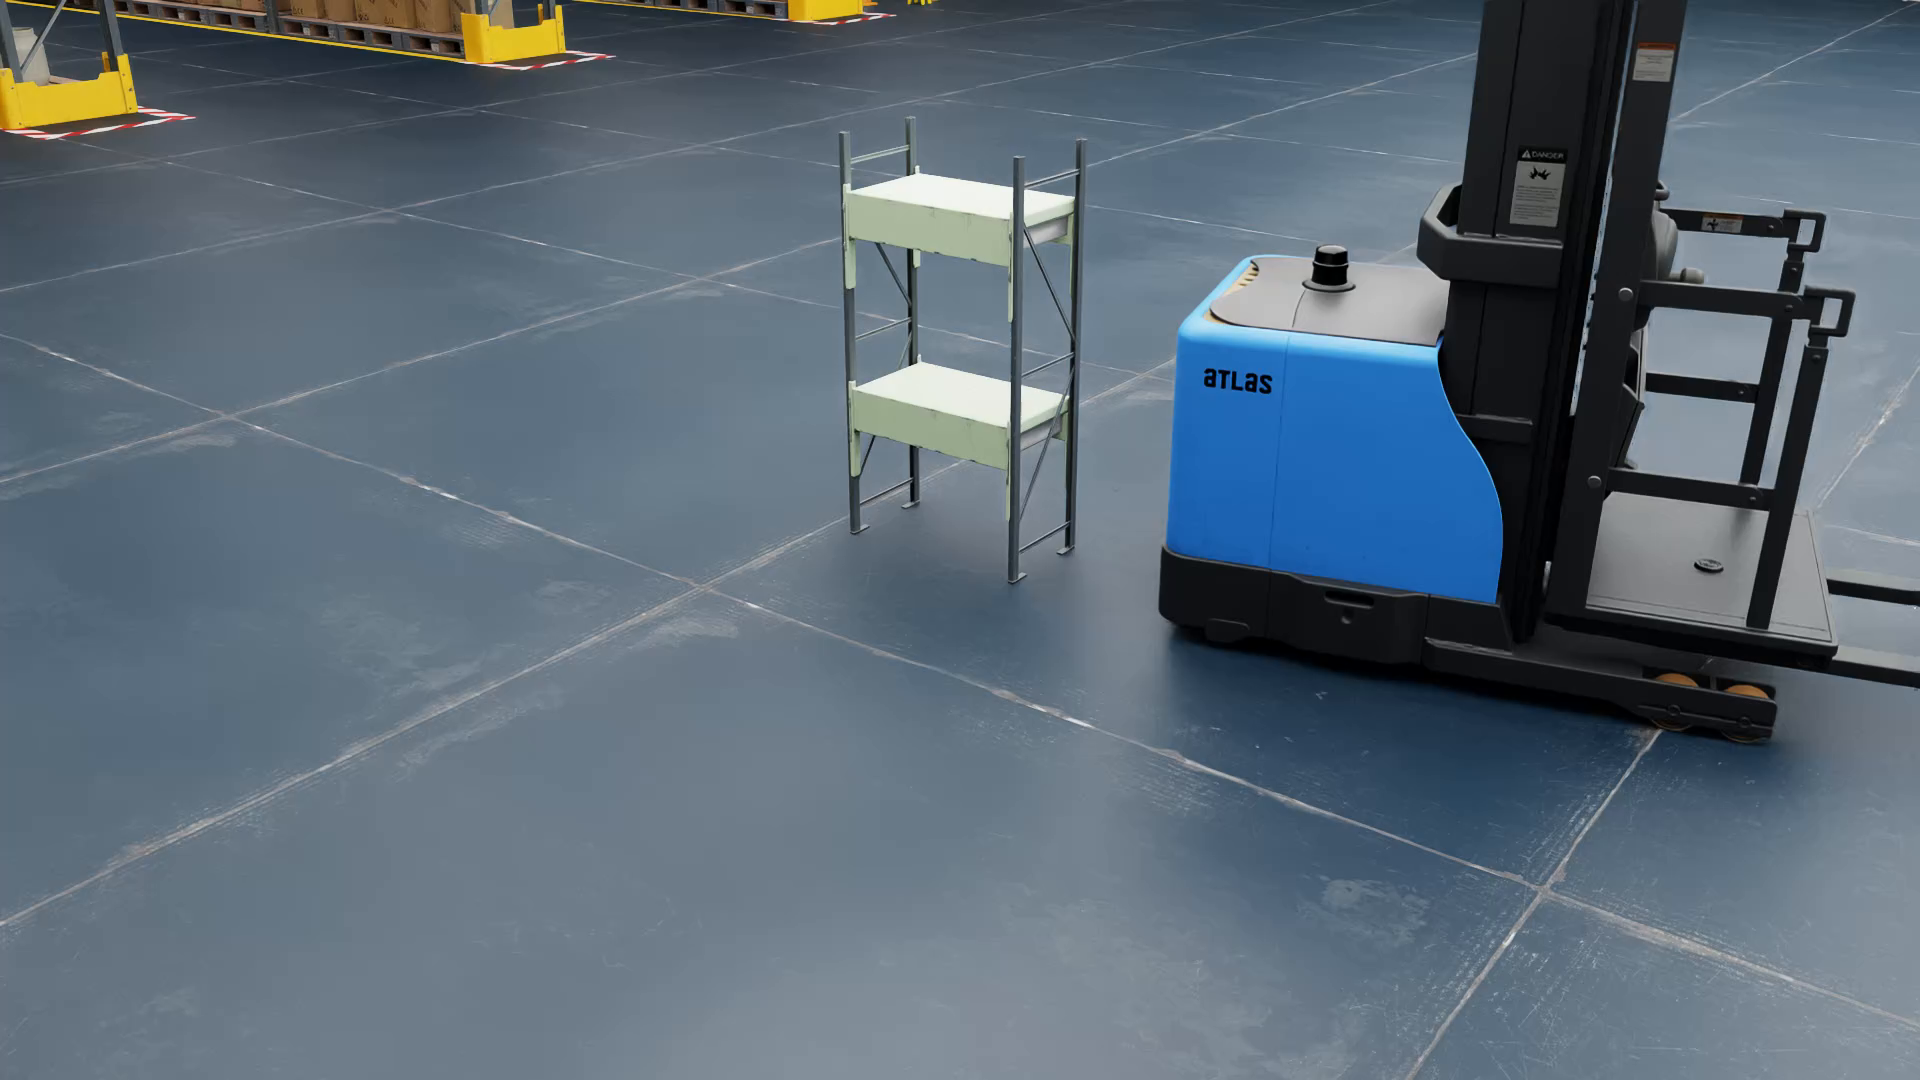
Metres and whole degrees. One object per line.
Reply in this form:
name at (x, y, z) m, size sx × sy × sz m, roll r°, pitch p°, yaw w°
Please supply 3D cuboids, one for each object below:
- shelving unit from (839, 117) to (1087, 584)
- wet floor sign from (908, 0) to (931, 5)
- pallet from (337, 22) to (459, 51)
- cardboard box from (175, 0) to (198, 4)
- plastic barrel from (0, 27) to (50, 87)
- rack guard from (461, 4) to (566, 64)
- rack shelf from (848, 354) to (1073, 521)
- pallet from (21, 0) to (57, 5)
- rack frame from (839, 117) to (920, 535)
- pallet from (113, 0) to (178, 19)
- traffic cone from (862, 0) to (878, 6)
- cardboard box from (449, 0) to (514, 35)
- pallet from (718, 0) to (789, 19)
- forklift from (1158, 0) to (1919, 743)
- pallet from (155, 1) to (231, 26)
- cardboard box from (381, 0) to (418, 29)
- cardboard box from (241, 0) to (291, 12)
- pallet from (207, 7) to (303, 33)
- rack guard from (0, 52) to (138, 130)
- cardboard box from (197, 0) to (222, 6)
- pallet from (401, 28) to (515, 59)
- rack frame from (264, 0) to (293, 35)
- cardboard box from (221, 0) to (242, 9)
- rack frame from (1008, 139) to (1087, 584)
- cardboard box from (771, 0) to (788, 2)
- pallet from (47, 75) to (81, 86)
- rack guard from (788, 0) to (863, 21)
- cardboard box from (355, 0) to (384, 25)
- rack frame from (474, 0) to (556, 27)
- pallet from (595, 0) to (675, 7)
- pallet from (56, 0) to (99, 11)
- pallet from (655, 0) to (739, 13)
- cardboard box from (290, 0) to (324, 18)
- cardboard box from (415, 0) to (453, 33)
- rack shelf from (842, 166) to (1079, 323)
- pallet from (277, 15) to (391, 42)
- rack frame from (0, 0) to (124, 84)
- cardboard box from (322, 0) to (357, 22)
shelving unit at (0.005, -0.685, 5.944) m, size 0.755 × 1.500 × 0.431 m, roll 17°, pitch 29°, yaw 33°
wet floor sign at (-0.570, -7.826, 23.211) m, size 0.232 × 0.644 × 0.267 m, roll 12°, pitch 26°, yaw 24°
pallet at (-6.498, -5.941, 19.471) m, size 1.213 × 0.211 × 1.003 m, roll 17°, pitch 29°, yaw 33°
cardboard box at (-9.780, -7.267, 21.577) m, size 0.500 × 0.500 × 0.700 m, roll 20°, pitch 31°, yaw 38°
plastic barrel at (-8.379, -4.285, 14.821) m, size 0.421 × 0.512 × 0.421 m, roll 0°, pitch 24°, yaw 0°
rack guard at (-4.897, -5.570, 18.271) m, size 0.348 × 0.500 × 1.175 m, roll 17°, pitch 29°, yaw 33°
rack shelf at (0.005, -0.386, 6.075) m, size 0.720 × 0.370 × 0.431 m, roll 17°, pitch 29°, yaw 33°
pallet at (-12.795, -7.864, 23.836) m, size 1.213 × 0.211 × 1.003 m, roll 17°, pitch 29°, yaw 33°
rack frame at (-0.288, -0.773, 6.145) m, size 0.023 × 1.500 × 0.400 m, roll 17°, pitch 29°, yaw 33°
pallet at (-10.613, -7.164, 22.248) m, size 1.213 × 0.211 × 1.003 m, roll 17°, pitch 29°, yaw 33°
traffic cone at (-1.354, -7.697, 23.145) m, size 0.334 × 0.463 × 0.336 m, roll 17°, pitch 29°, yaw 33°
cardboard box at (-5.326, -5.900, 18.500) m, size 0.500 × 0.500 × 0.500 m, roll -20°, pitch 31°, yaw -38°
pallet at (-2.467, -7.163, 22.246) m, size 1.213 × 0.211 × 1.003 m, roll 17°, pitch 29°, yaw 33°
forklift at (2.230, -0.987, 4.855) m, size 3.031 × 2.935 × 1.130 m, roll 9°, pitch 25°, yaw 20°
pallet at (-9.641, -6.869, 21.578) m, size 1.213 × 0.211 × 1.003 m, roll 17°, pitch 29°, yaw 33°
cardboard box at (-6.314, -6.191, 19.160) m, size 0.500 × 0.500 × 0.500 m, roll 20°, pitch 31°, yaw 38°
cardboard box at (-8.515, -6.875, 20.689) m, size 0.500 × 0.500 × 0.700 m, roll 14°, pitch 28°, yaw 29°
pallet at (-8.661, -6.574, 20.909) m, size 1.213 × 0.211 × 1.003 m, roll 17°, pitch 29°, yaw 33°
rack guard at (-7.896, -3.957, 14.610) m, size 0.348 × 0.500 × 1.175 m, roll 17°, pitch 29°, yaw 33°
cardboard box at (-9.333, -7.132, 21.271) m, size 0.500 × 0.500 × 0.700 m, roll 14°, pitch 27°, yaw 29°
pallet at (-5.526, -5.645, 18.801) m, size 1.213 × 0.211 × 1.003 m, roll 17°, pitch 29°, yaw 33°
rack frame at (-8.037, -7.663, 19.921) m, size 0.127 × 3.000 × 1.000 m, roll 17°, pitch 29°, yaw 33°
cardboard box at (-8.886, -6.997, 20.964) m, size 0.500 × 0.500 × 0.700 m, roll 17°, pitch 29°, yaw 33°
rack frame at (0.298, -0.596, 5.743) m, size 0.023 × 1.500 × 0.400 m, roll 17°, pitch 29°, yaw 33°
cardboard box at (-2.363, -7.634, 21.970) m, size 0.875 × 0.875 × 0.875 m, roll 17°, pitch 29°, yaw 34°
pallet at (-8.542, -4.023, 15.118) m, size 1.213 × 0.211 × 1.003 m, roll 17°, pitch 29°, yaw 33°
rack guard at (-1.761, -7.121, 21.793) m, size 0.348 × 0.500 × 1.175 m, roll 17°, pitch 29°, yaw 33°
cardboard box at (-6.734, -6.340, 19.499) m, size 0.500 × 0.500 × 0.500 m, roll 14°, pitch 27°, yaw 29°
rack frame at (-4.836, -6.695, 17.725) m, size 0.127 × 3.000 × 1.000 m, roll 17°, pitch 29°, yaw 33°
pallet at (-4.420, -7.753, 23.585) m, size 1.213 × 0.211 × 1.003 m, roll 17°, pitch 29°, yaw 33°
pallet at (-11.823, -7.569, 23.166) m, size 1.213 × 0.211 × 1.003 m, roll 17°, pitch 29°, yaw 33°
pallet at (-3.439, -7.458, 22.916) m, size 1.213 × 0.211 × 1.003 m, roll 17°, pitch 29°, yaw 33°
cardboard box at (-7.741, -6.601, 20.091) m, size 0.500 × 0.500 × 0.500 m, roll 16°, pitch 28°, yaw 32°
cardboard box at (-5.825, -6.033, 18.803) m, size 0.500 × 0.500 × 0.500 m, roll -17°, pitch 29°, yaw -34°
rack shelf at (0.005, -1.042, 5.787) m, size 0.720 × 0.370 × 0.431 m, roll 17°, pitch 29°, yaw 33°
pallet at (-7.478, -6.235, 20.140) m, size 1.213 × 0.211 × 1.003 m, roll 17°, pitch 29°, yaw 33°
rack frame at (-7.807, -5.097, 14.099) m, size 0.127 × 3.000 × 1.000 m, roll 17°, pitch 29°, yaw 33°
cardboard box at (-7.278, -6.465, 19.783) m, size 0.500 × 0.500 × 0.500 m, roll -16°, pitch 28°, yaw -31°
